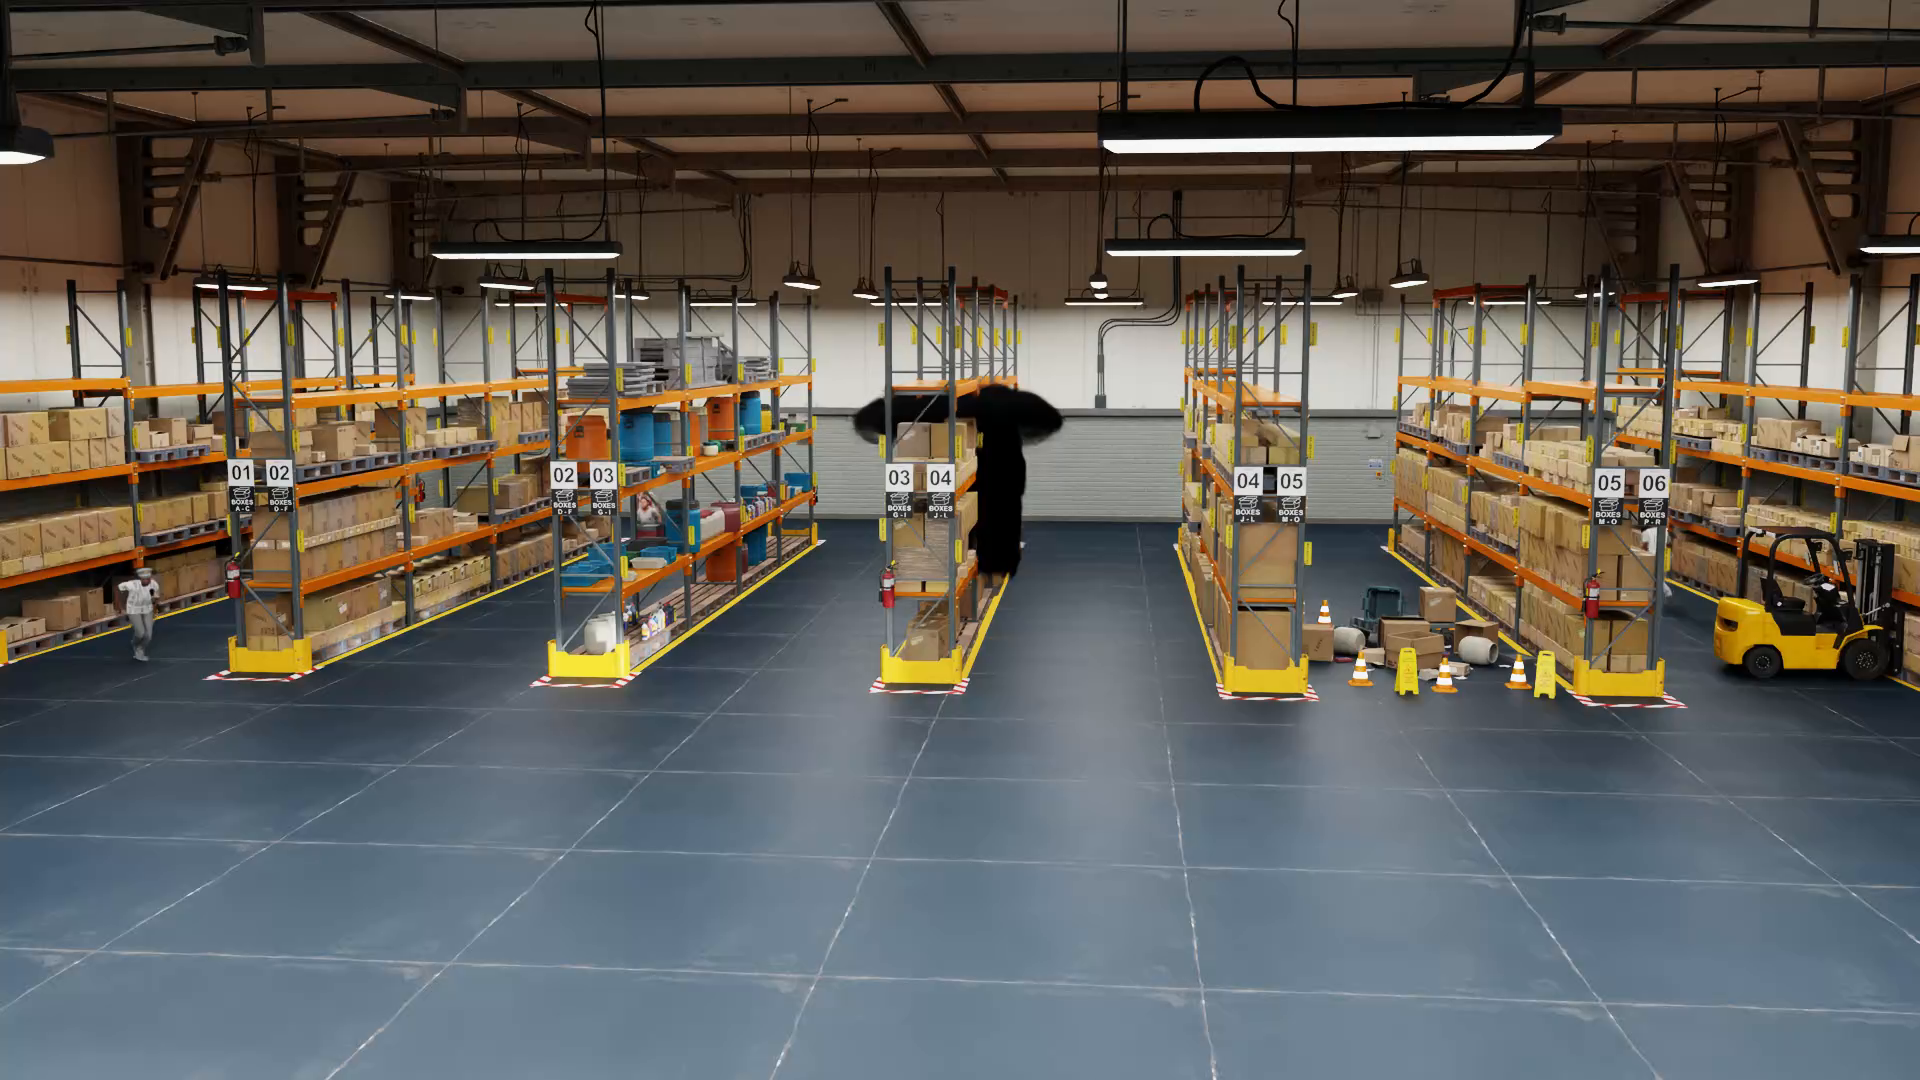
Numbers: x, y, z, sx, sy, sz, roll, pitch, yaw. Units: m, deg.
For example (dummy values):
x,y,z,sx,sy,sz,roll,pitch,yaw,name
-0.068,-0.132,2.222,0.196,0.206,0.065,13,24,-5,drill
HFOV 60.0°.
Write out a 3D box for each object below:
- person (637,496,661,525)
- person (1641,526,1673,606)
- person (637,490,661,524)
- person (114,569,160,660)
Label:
x,y,z,sx,sy,sz,roll,pitch,yaw,name
-6.549,-0.167,34.894,0.562,1.530,0.749,0,7,-4,person
12.961,0.402,30.889,0.684,1.730,0.781,-1,7,-10,person
-7.223,-0.502,38.299,0.658,1.729,0.640,1,7,6,person
-12.665,1.163,25.641,0.608,1.486,0.812,-6,9,-42,person
